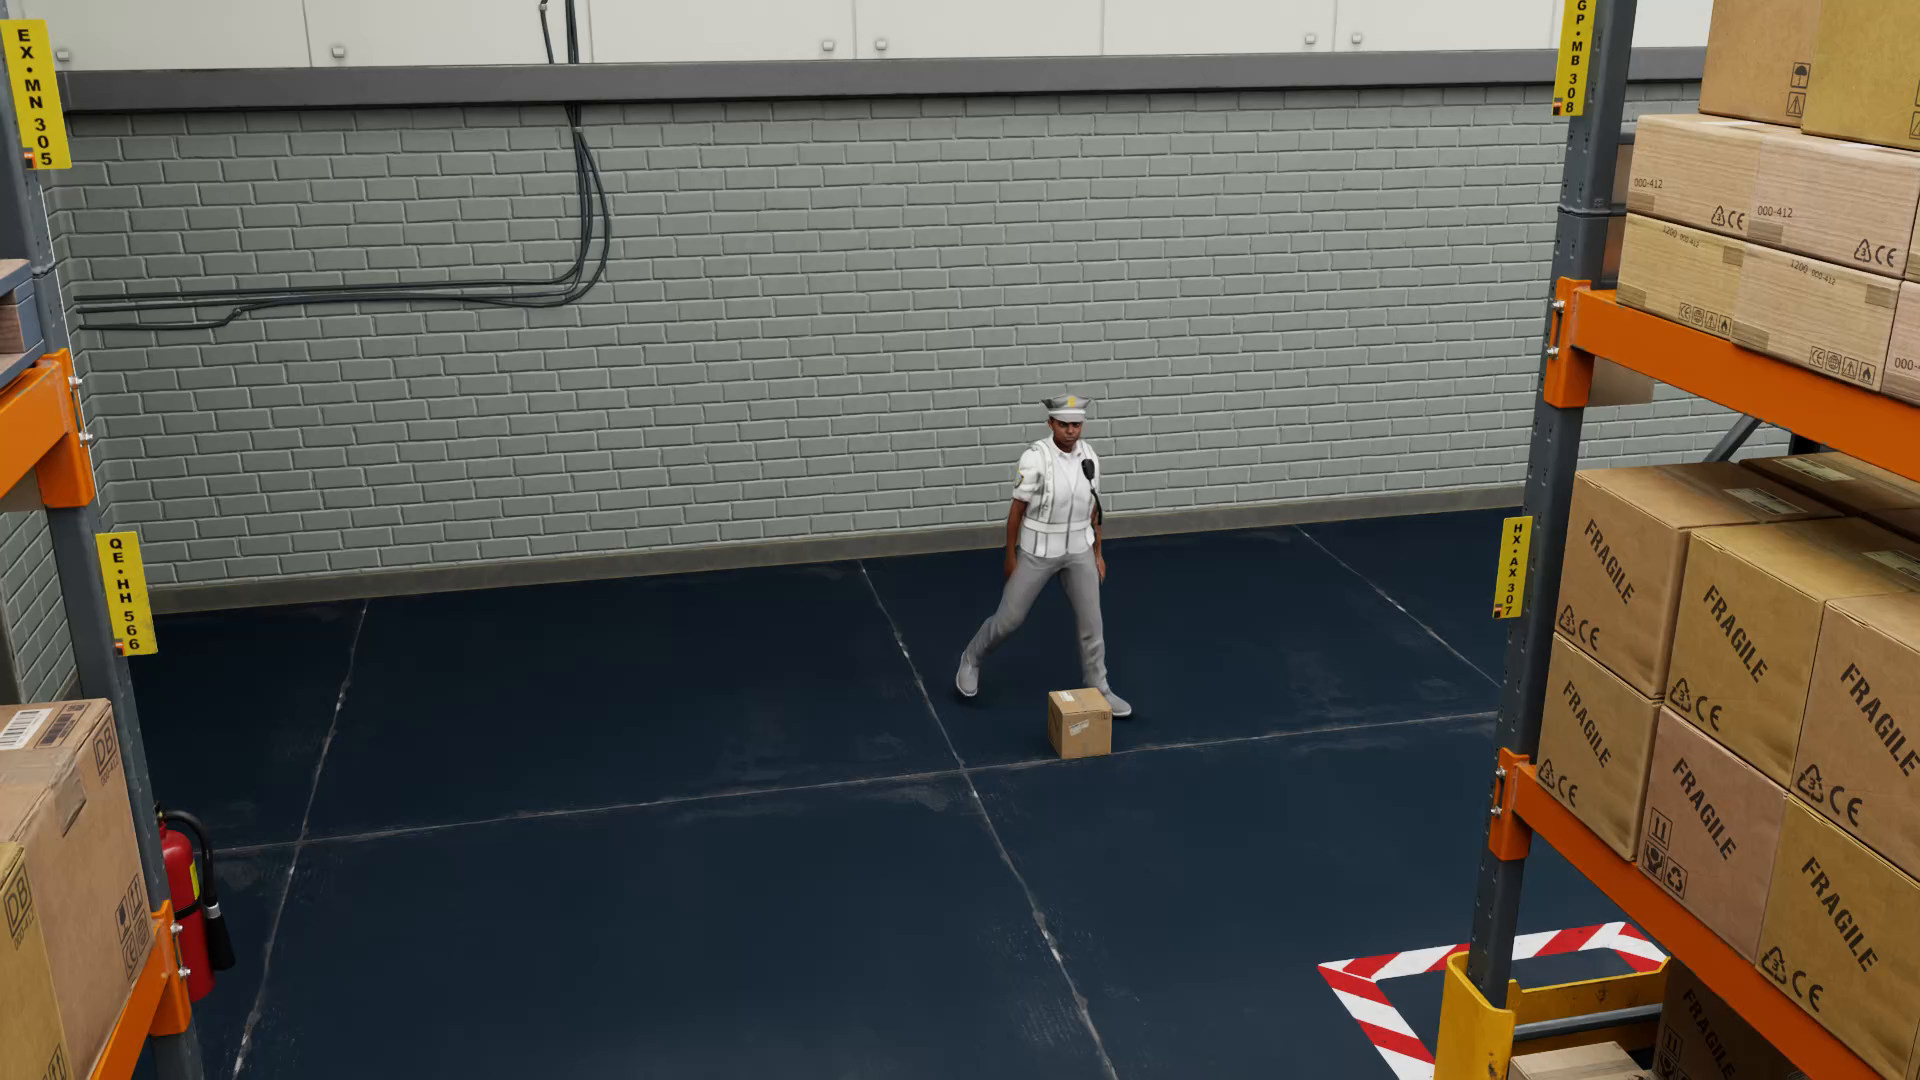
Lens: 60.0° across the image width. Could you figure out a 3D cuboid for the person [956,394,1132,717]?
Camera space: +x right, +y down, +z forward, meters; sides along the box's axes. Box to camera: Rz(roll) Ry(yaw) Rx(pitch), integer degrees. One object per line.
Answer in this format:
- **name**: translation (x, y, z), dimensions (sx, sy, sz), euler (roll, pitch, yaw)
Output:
- **person**: translation (0.408, 0.057, 8.357), dimensions (0.763, 1.671, 0.724), euler (-8, 21, -21)
